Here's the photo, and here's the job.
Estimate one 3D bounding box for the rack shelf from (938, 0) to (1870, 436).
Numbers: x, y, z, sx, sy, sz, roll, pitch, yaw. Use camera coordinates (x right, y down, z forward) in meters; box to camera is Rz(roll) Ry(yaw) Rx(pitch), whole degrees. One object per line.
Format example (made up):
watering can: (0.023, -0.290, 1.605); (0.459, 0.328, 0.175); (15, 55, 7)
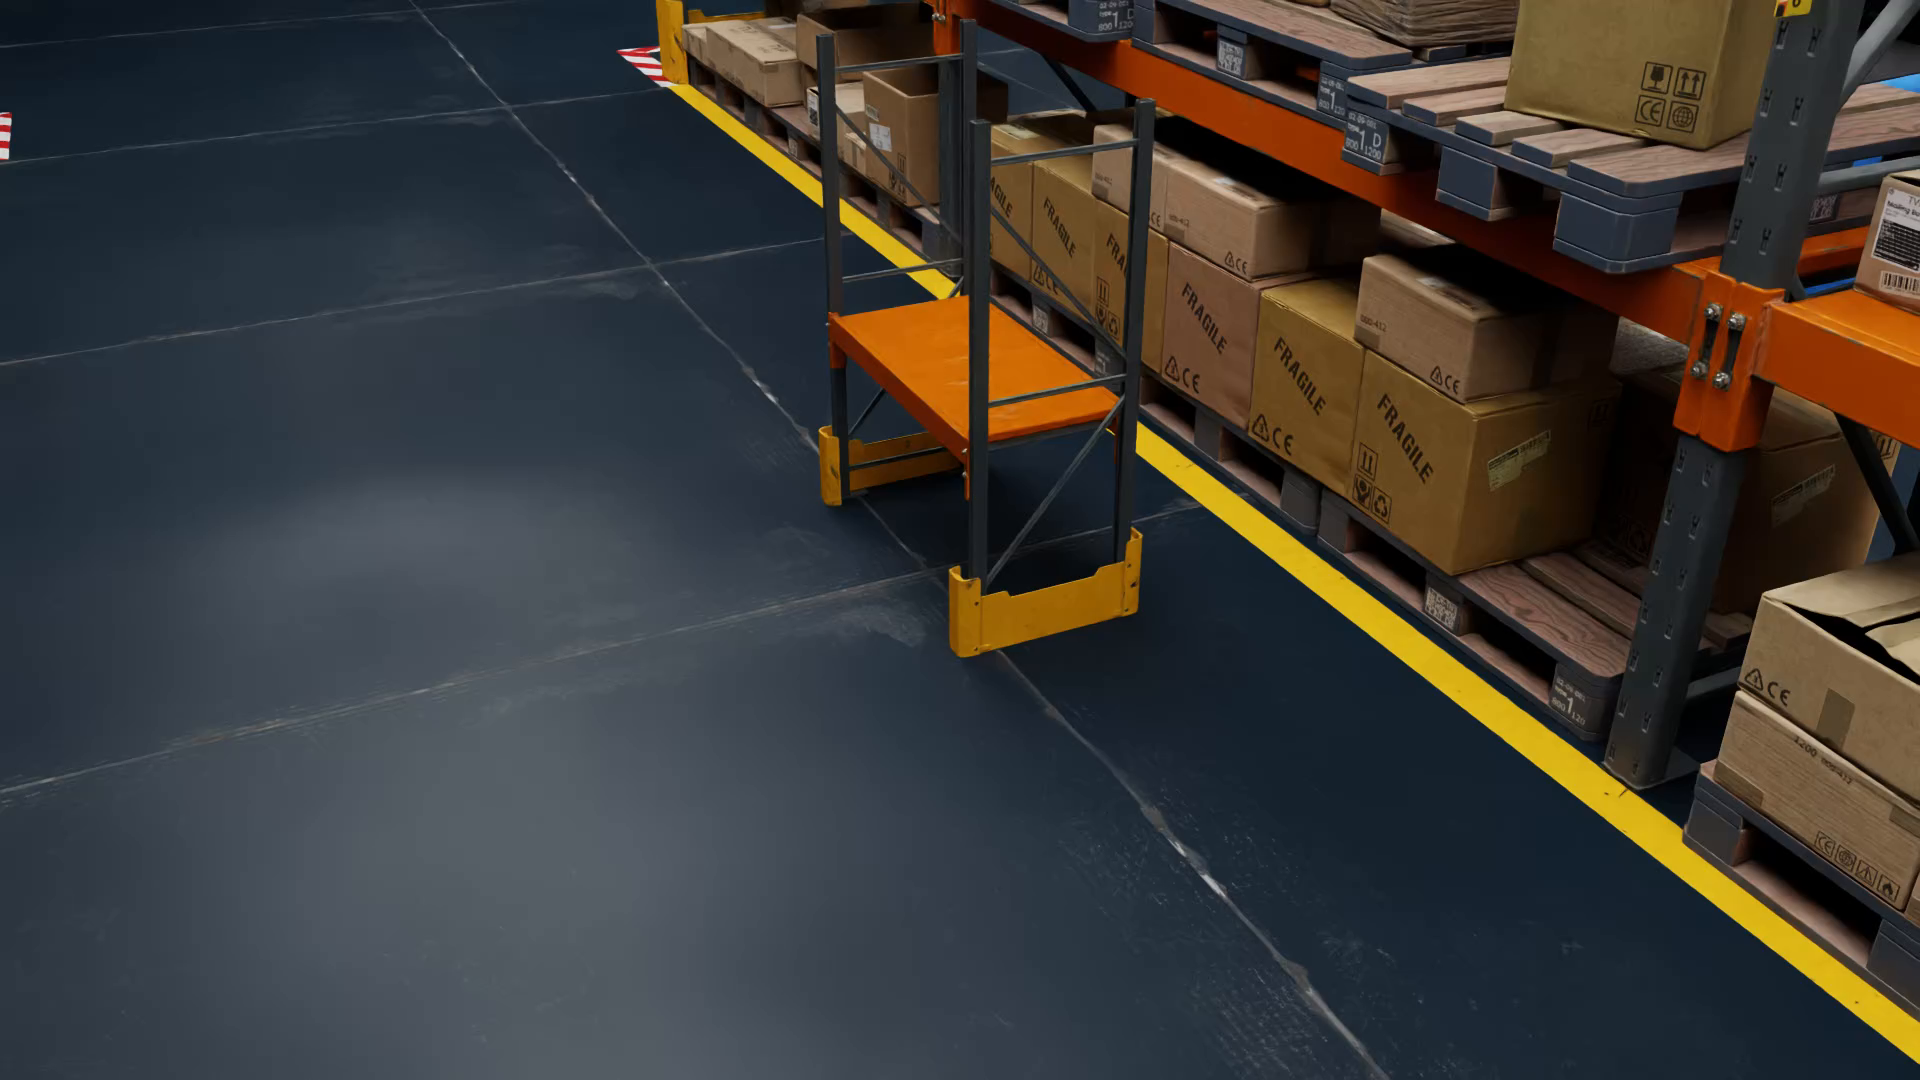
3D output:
rack shelf: (1.245, -1.378, 5.376); (1.077, 0.370, 4.000); (-13, 32, -22)

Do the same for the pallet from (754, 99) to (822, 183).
pallet: (-0.436, -2.202, 8.962); (1.003, 0.211, 1.213); (-13, 32, -22)

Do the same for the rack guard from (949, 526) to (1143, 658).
rack guard: (0.247, 0.145, 4.736); (0.587, 0.250, 0.087); (-13, 32, -22)

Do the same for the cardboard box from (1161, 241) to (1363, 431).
cardboard box: (1.037, -0.733, 5.596); (0.500, 0.500, 0.500); (-14, 32, -24)

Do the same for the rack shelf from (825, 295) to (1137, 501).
rack shelf: (0.037, -0.460, 4.904); (0.538, 0.185, 1.000); (-13, 32, -22)

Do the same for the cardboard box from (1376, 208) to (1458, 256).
cardboard box: (1.497, -0.853, 5.811); (0.500, 0.500, 0.500); (-14, 32, -24)

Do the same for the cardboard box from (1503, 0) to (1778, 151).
cardboard box: (1.731, -1.290, 3.952); (0.700, 0.500, 0.500); (-26, 38, -38)

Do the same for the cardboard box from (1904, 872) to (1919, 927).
cardboard box: (2.279, 0.723, 3.276); (0.500, 0.250, 0.500); (-14, 32, -23)

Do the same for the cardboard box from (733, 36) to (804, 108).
cardboard box: (-0.925, -2.593, 9.170); (0.500, 0.250, 0.500); (-13, 32, -22)

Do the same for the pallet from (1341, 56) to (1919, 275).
pallet: (1.749, -1.009, 4.179); (1.213, 0.211, 1.003); (-13, 32, -22)

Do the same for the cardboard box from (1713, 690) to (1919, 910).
cardboard box: (2.063, 0.501, 3.672); (0.500, 0.250, 0.500); (-13, 32, -22)

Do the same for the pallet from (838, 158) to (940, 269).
pallet: (0.092, -1.663, 7.999); (1.003, 0.211, 1.213); (-13, 32, -22)

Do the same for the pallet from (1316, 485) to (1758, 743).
pallet: (1.817, 0.070, 4.909); (1.003, 0.211, 1.213); (-13, 32, -22)

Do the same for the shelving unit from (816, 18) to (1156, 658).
shelving unit: (0.033, -0.620, 4.823); (0.587, 1.500, 1.083); (-13, 32, -22)

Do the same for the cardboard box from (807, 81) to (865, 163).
cardboard box: (-0.437, -2.118, 8.259); (0.500, 0.311, 0.500); (-13, 32, -22)

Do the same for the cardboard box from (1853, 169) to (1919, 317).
cardboard box: (2.220, -0.600, 3.344); (0.500, 0.311, 0.500); (-11, 31, -19)

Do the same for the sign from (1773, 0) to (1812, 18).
sign: (1.617, -1.161, 3.150); (0.100, 0.325, 0.005); (-13, 32, -22)

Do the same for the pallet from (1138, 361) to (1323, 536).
pallet: (1.297, -0.468, 5.869); (1.003, 0.211, 1.213); (-13, 32, -22)

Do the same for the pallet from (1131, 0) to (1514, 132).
pallet: (1.264, -1.583, 5.202); (1.003, 0.211, 1.213); (-13, 32, -22)

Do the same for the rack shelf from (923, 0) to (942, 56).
rack shelf: (-0.473, -3.145, 8.527); (1.077, 0.370, 4.000); (-13, 32, -22)

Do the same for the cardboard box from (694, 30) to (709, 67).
cardboard box: (-1.355, -2.931, 9.857); (0.380, 0.166, 0.250); (-13, 32, -22)

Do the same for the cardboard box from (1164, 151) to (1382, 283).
cardboard box: (1.019, -1.076, 5.441); (0.500, 0.250, 0.500); (-14, 32, -23)

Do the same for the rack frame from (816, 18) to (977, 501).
rack frame: (-0.182, -0.841, 5.216); (0.500, 1.500, 0.032); (-13, 32, -22)

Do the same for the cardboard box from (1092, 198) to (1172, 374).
cardboard box: (0.820, -0.957, 5.995); (0.500, 0.500, 0.500); (-13, 32, -21)

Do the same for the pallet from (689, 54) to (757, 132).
pallet: (-0.955, -2.740, 9.922); (1.003, 0.211, 1.213); (-13, 32, -22)

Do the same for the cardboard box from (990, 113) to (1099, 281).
cardboard box: (0.374, -1.412, 6.807); (0.500, 0.500, 0.500); (-15, 32, -24)

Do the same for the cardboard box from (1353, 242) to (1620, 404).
cardboard box: (1.462, -0.625, 4.637); (0.500, 0.250, 0.500); (-12, 31, -20)

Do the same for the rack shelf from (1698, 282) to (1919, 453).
rack shelf: (2.962, 0.389, 2.225); (1.077, 0.370, 4.000); (-13, 32, -22)

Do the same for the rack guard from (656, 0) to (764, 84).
rack guard: (-1.299, -3.218, 10.478); (1.175, 0.500, 0.348); (-13, 32, -22)

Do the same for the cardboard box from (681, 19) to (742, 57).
cardboard box: (-1.462, -3.034, 10.058); (0.380, 0.149, 0.250); (-13, 32, -22)

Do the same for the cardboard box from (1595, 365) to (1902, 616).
cardboard box: (2.166, -0.171, 4.594); (0.500, 0.500, 0.500); (-12, 31, -20)

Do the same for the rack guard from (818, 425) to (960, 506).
rack guard: (-0.181, -0.295, 5.521); (0.587, 0.250, 0.087); (-13, 32, -22)

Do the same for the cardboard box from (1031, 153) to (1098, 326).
cardboard box: (0.613, -1.179, 6.391); (0.500, 0.500, 0.500); (-13, 32, -21)

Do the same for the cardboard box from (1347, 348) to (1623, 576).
cardboard box: (1.490, -0.274, 4.778); (0.500, 0.500, 0.500); (-12, 31, -20)

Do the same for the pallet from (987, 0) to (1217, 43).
pallet: (0.630, -2.116, 6.153); (1.003, 0.211, 1.213); (-13, 32, -22)

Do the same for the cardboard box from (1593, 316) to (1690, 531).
cardboard box: (1.936, -0.401, 5.005); (0.500, 0.500, 0.500); (-14, 32, -24)

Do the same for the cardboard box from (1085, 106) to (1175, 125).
cardboard box: (0.857, -1.519, 6.998); (0.500, 0.500, 0.500); (-13, 32, -22)

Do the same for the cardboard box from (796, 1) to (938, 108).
cardboard box: (-0.425, -2.507, 8.757); (0.797, 0.503, 0.637); (-13, 32, -22)

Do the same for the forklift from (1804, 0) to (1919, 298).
forklift: (4.143, -2.499, 6.710); (3.031, 2.935, 1.130); (-16, 33, -27)

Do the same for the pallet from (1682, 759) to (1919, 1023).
pallet: (2.421, 0.780, 3.644); (1.003, 0.211, 1.213); (-13, 32, -22)

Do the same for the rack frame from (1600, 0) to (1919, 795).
rack frame: (2.103, -0.808, 3.625); (1.000, 3.000, 0.127); (-13, 32, -22)

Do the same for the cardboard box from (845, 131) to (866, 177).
cardboard box: (-0.330, -1.869, 7.981); (0.380, 0.149, 0.250); (-13, 32, -22)

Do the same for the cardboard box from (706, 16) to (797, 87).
cardboard box: (-1.139, -2.814, 9.563); (0.500, 0.250, 0.500); (-13, 32, -22)

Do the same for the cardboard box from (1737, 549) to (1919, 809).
cardboard box: (2.063, 0.256, 3.535); (0.500, 0.311, 0.500); (-12, 31, -20)

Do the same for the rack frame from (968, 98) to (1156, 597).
rack frame: (0.255, -0.392, 4.416); (0.500, 1.500, 0.032); (-13, 32, -22)

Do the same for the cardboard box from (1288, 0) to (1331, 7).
cardboard box: (1.200, -2.035, 5.280); (0.700, 0.500, 0.500); (-22, 36, -34)

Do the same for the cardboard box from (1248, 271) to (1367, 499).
cardboard box: (1.268, -0.503, 5.185); (0.500, 0.500, 0.500); (-14, 32, -24)

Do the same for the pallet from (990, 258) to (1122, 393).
pallet: (0.769, -1.008, 6.831); (1.003, 0.211, 1.213); (-13, 32, -22)

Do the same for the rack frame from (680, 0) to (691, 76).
rack frame: (-1.331, -4.342, 9.927); (1.000, 3.000, 0.127); (-13, 32, -22)

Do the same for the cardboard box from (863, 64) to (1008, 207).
cardboard box: (-0.115, -1.869, 7.622); (0.500, 0.500, 0.500); (-13, 32, -22)

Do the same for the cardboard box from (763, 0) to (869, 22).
cardboard box: (-0.875, -3.255, 10.095); (0.500, 0.500, 0.500); (-13, 32, -22)

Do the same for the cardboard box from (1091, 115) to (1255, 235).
cardboard box: (0.803, -1.298, 5.836); (0.500, 0.250, 0.500); (-13, 32, -22)

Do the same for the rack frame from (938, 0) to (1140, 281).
rack frame: (0.386, -2.575, 6.776); (1.000, 3.000, 0.127); (-13, 32, -22)

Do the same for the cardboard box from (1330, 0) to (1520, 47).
cardboard box: (1.511, -1.734, 4.744); (0.700, 0.500, 0.500); (-7, 30, -13)

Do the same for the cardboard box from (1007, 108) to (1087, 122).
cardboard box: (0.401, -1.825, 7.738); (0.500, 0.311, 0.500); (-13, 32, -22)
